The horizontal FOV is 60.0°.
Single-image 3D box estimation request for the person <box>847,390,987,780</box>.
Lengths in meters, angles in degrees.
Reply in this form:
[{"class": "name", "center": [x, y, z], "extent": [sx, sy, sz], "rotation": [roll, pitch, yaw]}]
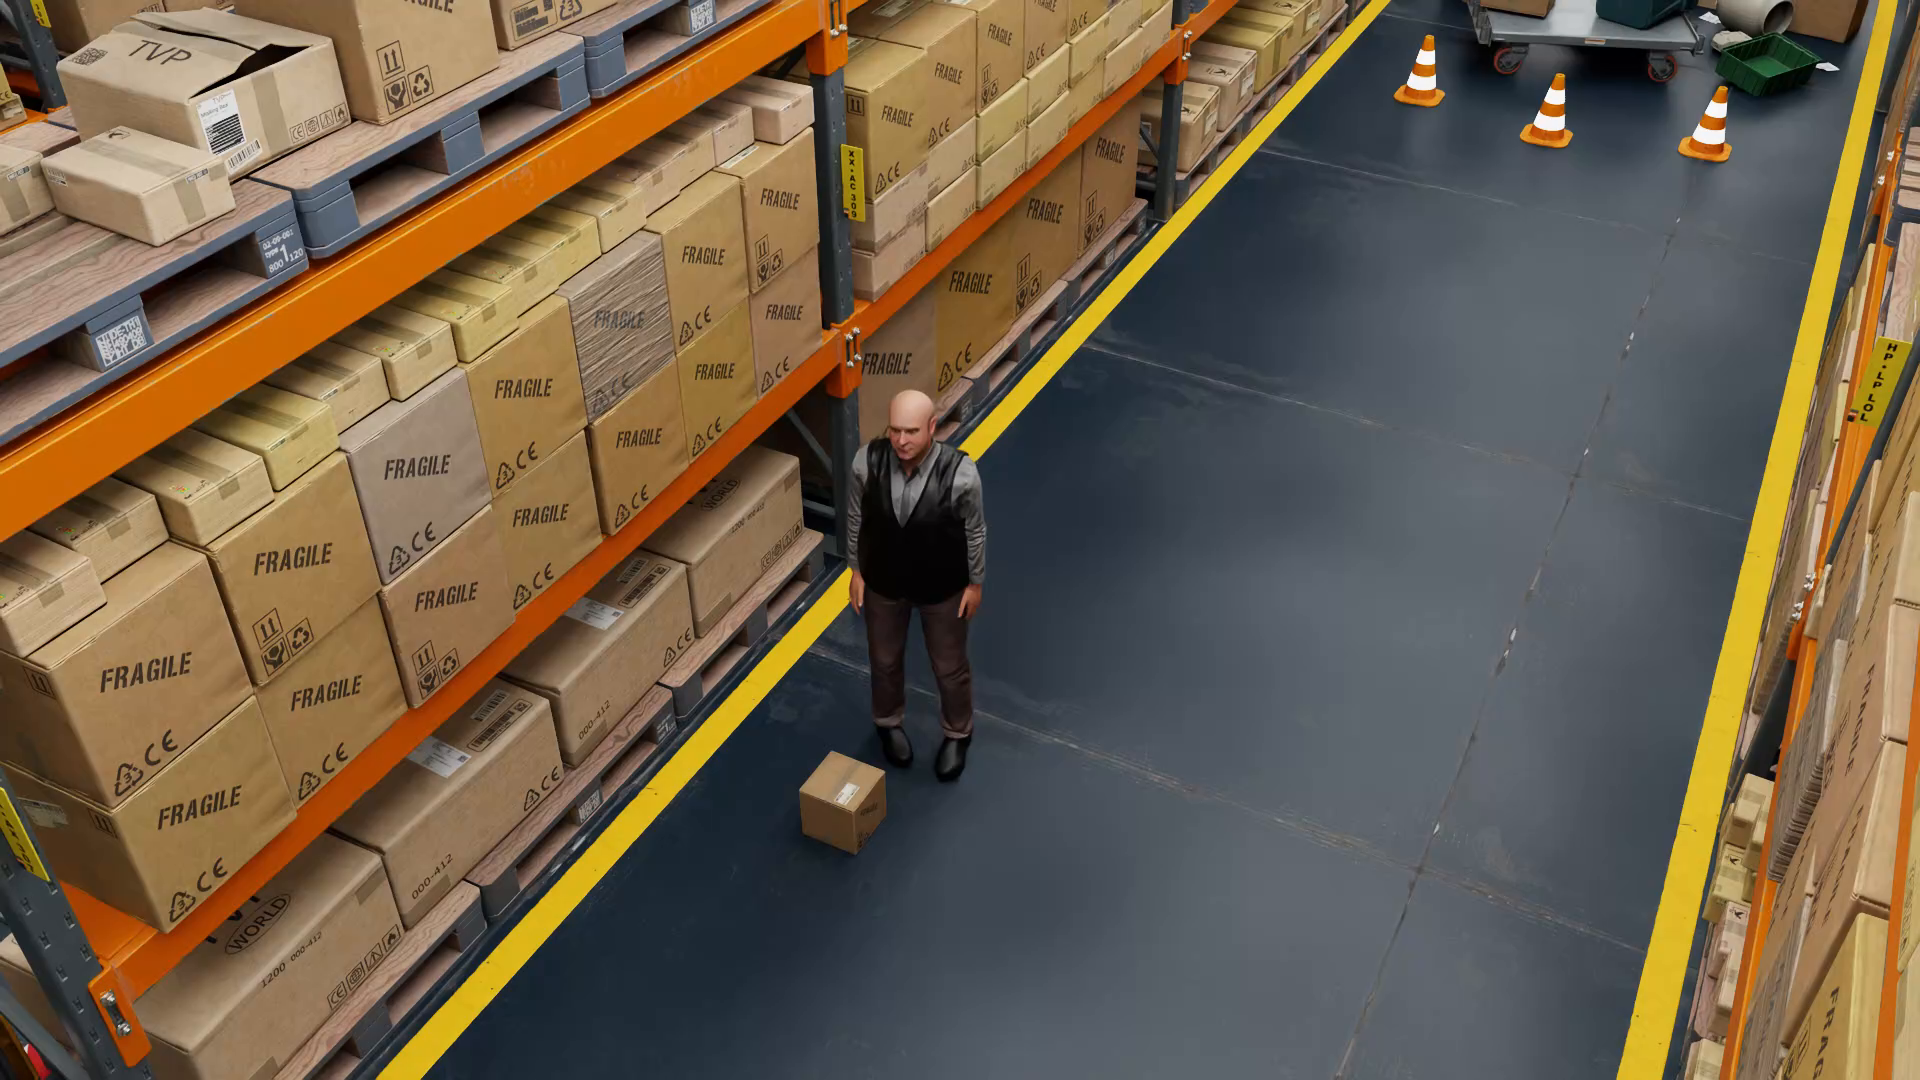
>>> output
[{"class": "person", "center": [-0.177, 0.179, 6.513], "extent": [0.549, 1.730, 0.393], "rotation": [8, 38, 11]}]
